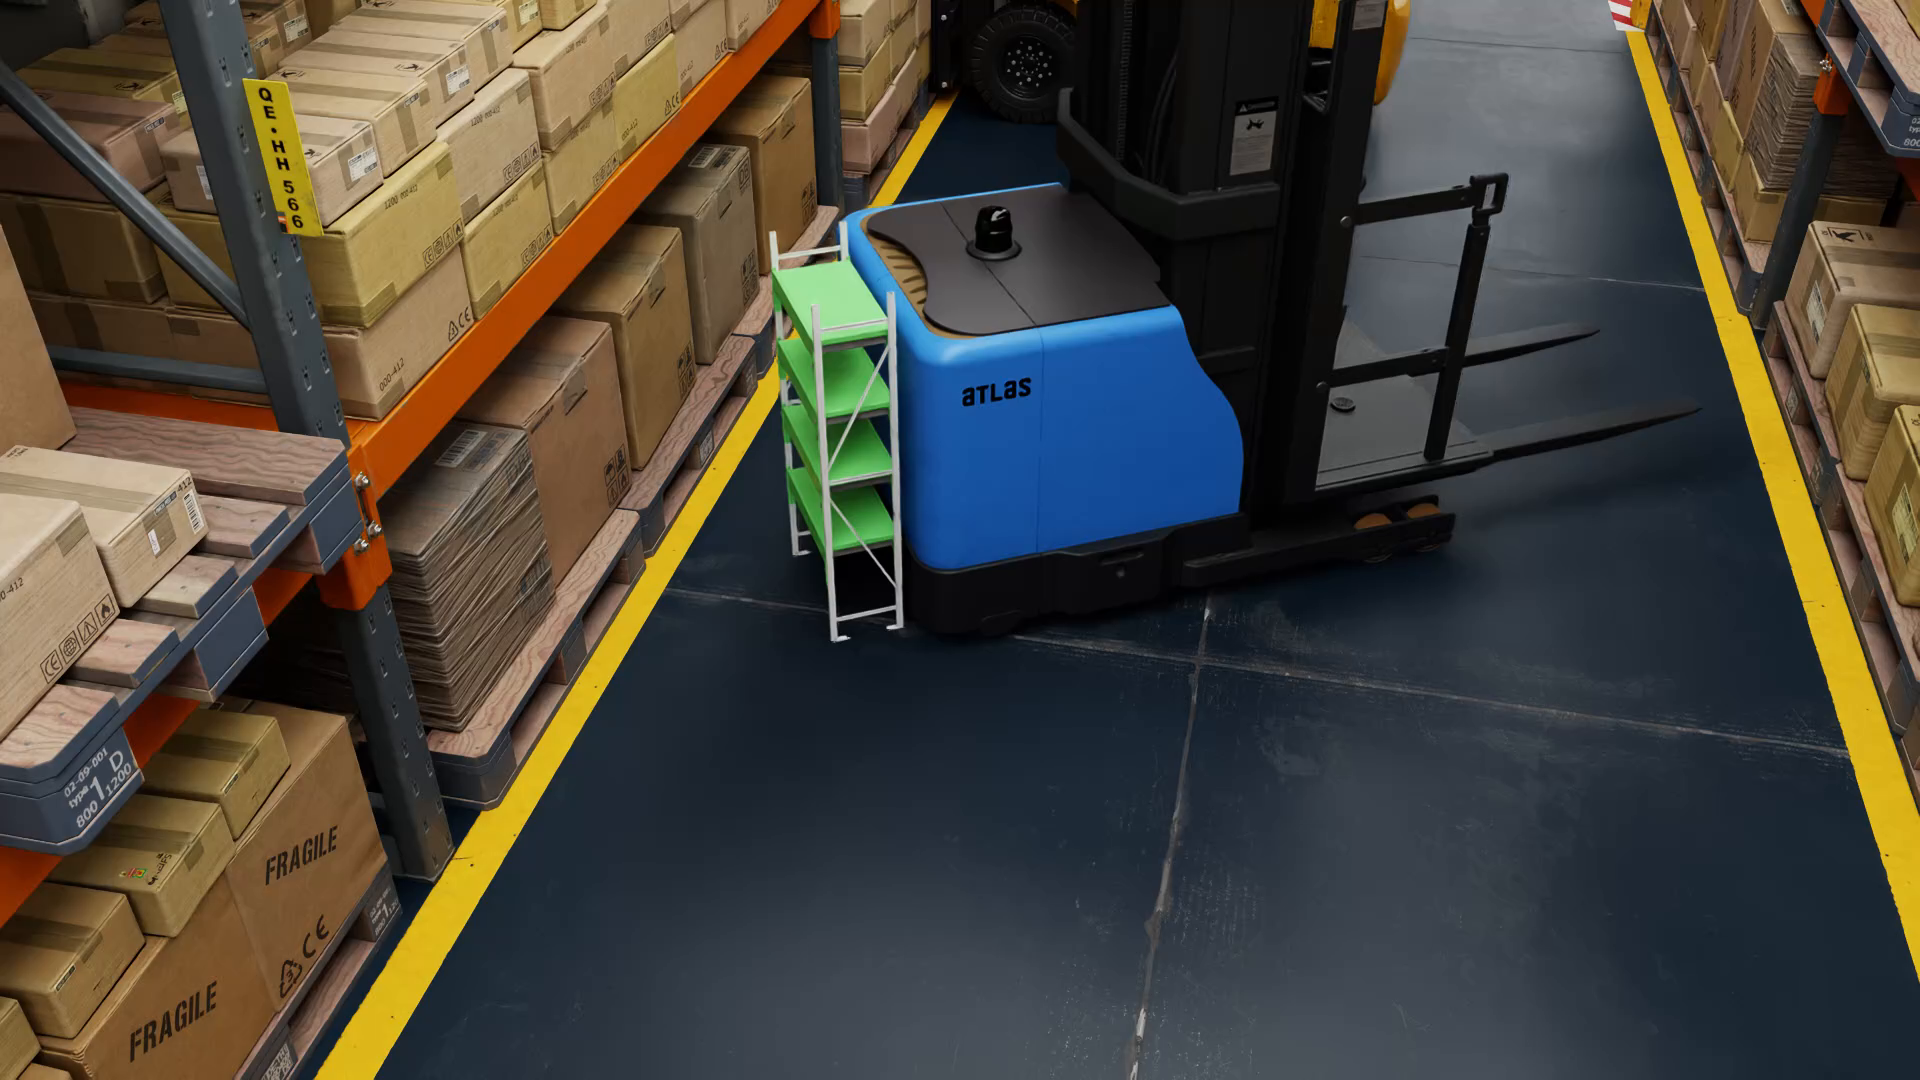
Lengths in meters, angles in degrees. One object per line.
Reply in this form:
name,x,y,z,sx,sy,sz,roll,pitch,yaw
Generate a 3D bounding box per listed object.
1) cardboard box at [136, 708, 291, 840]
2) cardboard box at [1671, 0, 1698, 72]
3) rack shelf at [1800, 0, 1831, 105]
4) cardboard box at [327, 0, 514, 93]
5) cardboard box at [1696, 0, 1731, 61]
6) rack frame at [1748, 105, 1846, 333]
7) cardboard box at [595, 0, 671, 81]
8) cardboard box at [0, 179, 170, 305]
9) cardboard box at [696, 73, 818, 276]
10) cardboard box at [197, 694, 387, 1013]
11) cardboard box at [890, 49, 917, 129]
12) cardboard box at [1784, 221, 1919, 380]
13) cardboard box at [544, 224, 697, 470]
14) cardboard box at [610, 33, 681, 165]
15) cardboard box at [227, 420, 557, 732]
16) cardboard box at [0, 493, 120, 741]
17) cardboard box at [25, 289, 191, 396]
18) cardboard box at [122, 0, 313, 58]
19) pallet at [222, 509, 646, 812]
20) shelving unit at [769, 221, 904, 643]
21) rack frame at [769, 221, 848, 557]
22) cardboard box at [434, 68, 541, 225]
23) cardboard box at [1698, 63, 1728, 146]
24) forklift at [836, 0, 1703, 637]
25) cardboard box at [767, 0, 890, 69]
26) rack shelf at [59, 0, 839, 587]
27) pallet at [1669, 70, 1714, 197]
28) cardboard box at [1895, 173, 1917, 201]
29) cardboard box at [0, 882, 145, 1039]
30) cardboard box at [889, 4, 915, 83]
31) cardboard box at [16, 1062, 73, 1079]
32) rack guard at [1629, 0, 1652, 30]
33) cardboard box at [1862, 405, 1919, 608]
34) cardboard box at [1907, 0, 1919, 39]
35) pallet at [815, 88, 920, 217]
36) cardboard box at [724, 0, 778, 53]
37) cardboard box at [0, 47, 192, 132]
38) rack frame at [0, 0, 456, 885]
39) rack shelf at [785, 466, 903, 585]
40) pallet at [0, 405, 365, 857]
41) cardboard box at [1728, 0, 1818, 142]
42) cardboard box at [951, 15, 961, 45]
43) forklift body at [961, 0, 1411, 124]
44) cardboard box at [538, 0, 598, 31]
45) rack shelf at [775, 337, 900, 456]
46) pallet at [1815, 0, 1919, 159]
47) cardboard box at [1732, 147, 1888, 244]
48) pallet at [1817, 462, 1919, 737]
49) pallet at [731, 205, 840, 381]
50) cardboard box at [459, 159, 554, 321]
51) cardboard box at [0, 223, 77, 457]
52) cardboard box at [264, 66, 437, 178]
cardboard box,-1.744,0.509,3.711,0.380,0.149,0.250,6,36,8
cardboard box,4.114,-2.689,8.890,0.500,0.250,0.500,9,37,12
rack shelf,4.246,-2.914,7.828,1.077,0.370,4.000,7,37,10
cardboard box,-1.401,-1.290,4.335,0.380,0.149,0.250,8,37,10
cardboard box,4.003,-2.684,8.243,0.500,0.500,0.500,8,37,11
rack frame,3.819,-2.059,6.035,1.000,3.000,0.127,7,37,10
cardboard box,-1.230,-1.632,5.147,0.500,0.250,0.500,8,37,11
cardboard box,-2.061,-0.820,4.027,0.500,0.250,0.500,8,37,11
cardboard box,-1.132,-1.587,7.049,0.875,0.625,0.625,9,37,12
cardboard box,-1.766,0.726,3.965,0.500,0.500,0.500,8,37,11
cardboard box,-0.511,-2.264,8.303,0.500,0.250,0.500,7,36,9
cardboard box,3.709,-0.864,6.267,0.950,0.372,0.625,8,37,11
cardboard box,-1.464,-0.712,5.841,0.875,0.625,0.625,6,36,8
cardboard box,-1.224,-1.430,5.294,0.500,0.250,0.500,8,37,11
cardboard box,-1.739,0.050,4.791,0.875,0.625,0.625,8,37,11
cardboard box,-1.795,0.151,2.756,0.500,0.250,0.500,6,36,8
cardboard box,-2.040,-0.615,4.170,0.500,0.250,0.500,7,36,9
cardboard box,-1.968,-1.355,4.425,0.380,0.149,0.250,7,36,9
pallet,-1.672,0.276,5.189,1.003,0.211,1.213,7,37,10
shelving unit,-0.377,-0.320,5.169,0.258,1.200,0.503,-12,37,-15
rack frame,-0.457,-0.456,5.356,0.240,1.200,0.015,-12,37,-15
cardboard box,-1.444,-1.038,4.328,0.500,0.250,0.500,8,37,11
cardboard box,3.899,-2.086,8.057,0.500,0.250,0.500,8,37,11
forklift,1.160,-1.392,5.173,3.031,2.935,1.130,-11,37,-15
cardboard box,-0.621,-2.378,7.609,0.500,0.250,0.500,7,36,9
rack shelf,-1.459,-1.241,5.519,1.077,0.370,4.000,7,37,10
pallet,4.186,-2.021,8.358,1.003,0.211,1.213,7,37,10
cardboard box,4.208,-1.723,6.918,0.500,0.500,0.500,9,37,12
cardboard box,-1.871,0.815,3.290,0.380,0.149,0.250,6,36,8
cardboard box,-0.521,-2.466,8.155,0.500,0.250,0.500,7,37,10
cardboard box,-1.992,1.312,3.156,0.500,0.500,0.500,9,37,12
rack guard,4.657,-3.296,9.872,1.175,0.500,0.348,7,37,10
cardboard box,3.412,-0.052,5.148,0.950,0.372,0.625,8,37,12
cardboard box,3.330,-1.708,5.406,0.380,0.149,0.250,8,37,11
pallet,-0.821,-2.000,8.330,1.003,0.211,1.213,7,37,10
cardboard box,-0.985,-2.007,6.092,0.500,0.250,0.500,7,37,10
cardboard box,-2.067,-1.065,4.025,0.380,0.149,0.250,8,37,11
rack frame,-1.886,-0.386,3.726,1.000,3.000,0.127,7,37,10
rack shelf,-0.377,-0.074,5.348,0.258,0.148,0.480,-12,37,-15
pallet,-1.962,0.089,3.234,1.213,0.211,1.003,7,37,10
cardboard box,3.790,-2.084,7.415,0.500,0.500,0.500,8,37,11
cardboard box,-0.289,-2.850,9.111,0.500,0.250,0.500,8,37,11
forklift body,1.200,-3.313,8.488,2.313,2.155,1.214,7,37,10
cardboard box,-1.264,-1.576,4.730,0.380,0.149,0.250,8,37,11
rack shelf,-0.377,-0.463,5.066,0.258,0.148,0.480,-12,37,-15
pallet,3.513,-1.561,5.511,1.003,0.211,1.213,7,37,10
cardboard box,3.682,-1.488,7.232,0.500,0.250,0.500,9,37,12
pallet,3.395,0.218,5.269,1.003,0.211,1.213,7,37,10
pallet,-1.151,-1.122,7.119,1.003,0.211,1.213,7,37,10
cardboard box,-1.440,-0.836,4.476,0.500,0.250,0.500,7,36,9
cardboard box,-2.148,-0.321,3.193,0.500,0.500,0.500,9,37,12
cardboard box,-1.474,-0.988,3.919,0.380,0.149,0.250,8,37,11
